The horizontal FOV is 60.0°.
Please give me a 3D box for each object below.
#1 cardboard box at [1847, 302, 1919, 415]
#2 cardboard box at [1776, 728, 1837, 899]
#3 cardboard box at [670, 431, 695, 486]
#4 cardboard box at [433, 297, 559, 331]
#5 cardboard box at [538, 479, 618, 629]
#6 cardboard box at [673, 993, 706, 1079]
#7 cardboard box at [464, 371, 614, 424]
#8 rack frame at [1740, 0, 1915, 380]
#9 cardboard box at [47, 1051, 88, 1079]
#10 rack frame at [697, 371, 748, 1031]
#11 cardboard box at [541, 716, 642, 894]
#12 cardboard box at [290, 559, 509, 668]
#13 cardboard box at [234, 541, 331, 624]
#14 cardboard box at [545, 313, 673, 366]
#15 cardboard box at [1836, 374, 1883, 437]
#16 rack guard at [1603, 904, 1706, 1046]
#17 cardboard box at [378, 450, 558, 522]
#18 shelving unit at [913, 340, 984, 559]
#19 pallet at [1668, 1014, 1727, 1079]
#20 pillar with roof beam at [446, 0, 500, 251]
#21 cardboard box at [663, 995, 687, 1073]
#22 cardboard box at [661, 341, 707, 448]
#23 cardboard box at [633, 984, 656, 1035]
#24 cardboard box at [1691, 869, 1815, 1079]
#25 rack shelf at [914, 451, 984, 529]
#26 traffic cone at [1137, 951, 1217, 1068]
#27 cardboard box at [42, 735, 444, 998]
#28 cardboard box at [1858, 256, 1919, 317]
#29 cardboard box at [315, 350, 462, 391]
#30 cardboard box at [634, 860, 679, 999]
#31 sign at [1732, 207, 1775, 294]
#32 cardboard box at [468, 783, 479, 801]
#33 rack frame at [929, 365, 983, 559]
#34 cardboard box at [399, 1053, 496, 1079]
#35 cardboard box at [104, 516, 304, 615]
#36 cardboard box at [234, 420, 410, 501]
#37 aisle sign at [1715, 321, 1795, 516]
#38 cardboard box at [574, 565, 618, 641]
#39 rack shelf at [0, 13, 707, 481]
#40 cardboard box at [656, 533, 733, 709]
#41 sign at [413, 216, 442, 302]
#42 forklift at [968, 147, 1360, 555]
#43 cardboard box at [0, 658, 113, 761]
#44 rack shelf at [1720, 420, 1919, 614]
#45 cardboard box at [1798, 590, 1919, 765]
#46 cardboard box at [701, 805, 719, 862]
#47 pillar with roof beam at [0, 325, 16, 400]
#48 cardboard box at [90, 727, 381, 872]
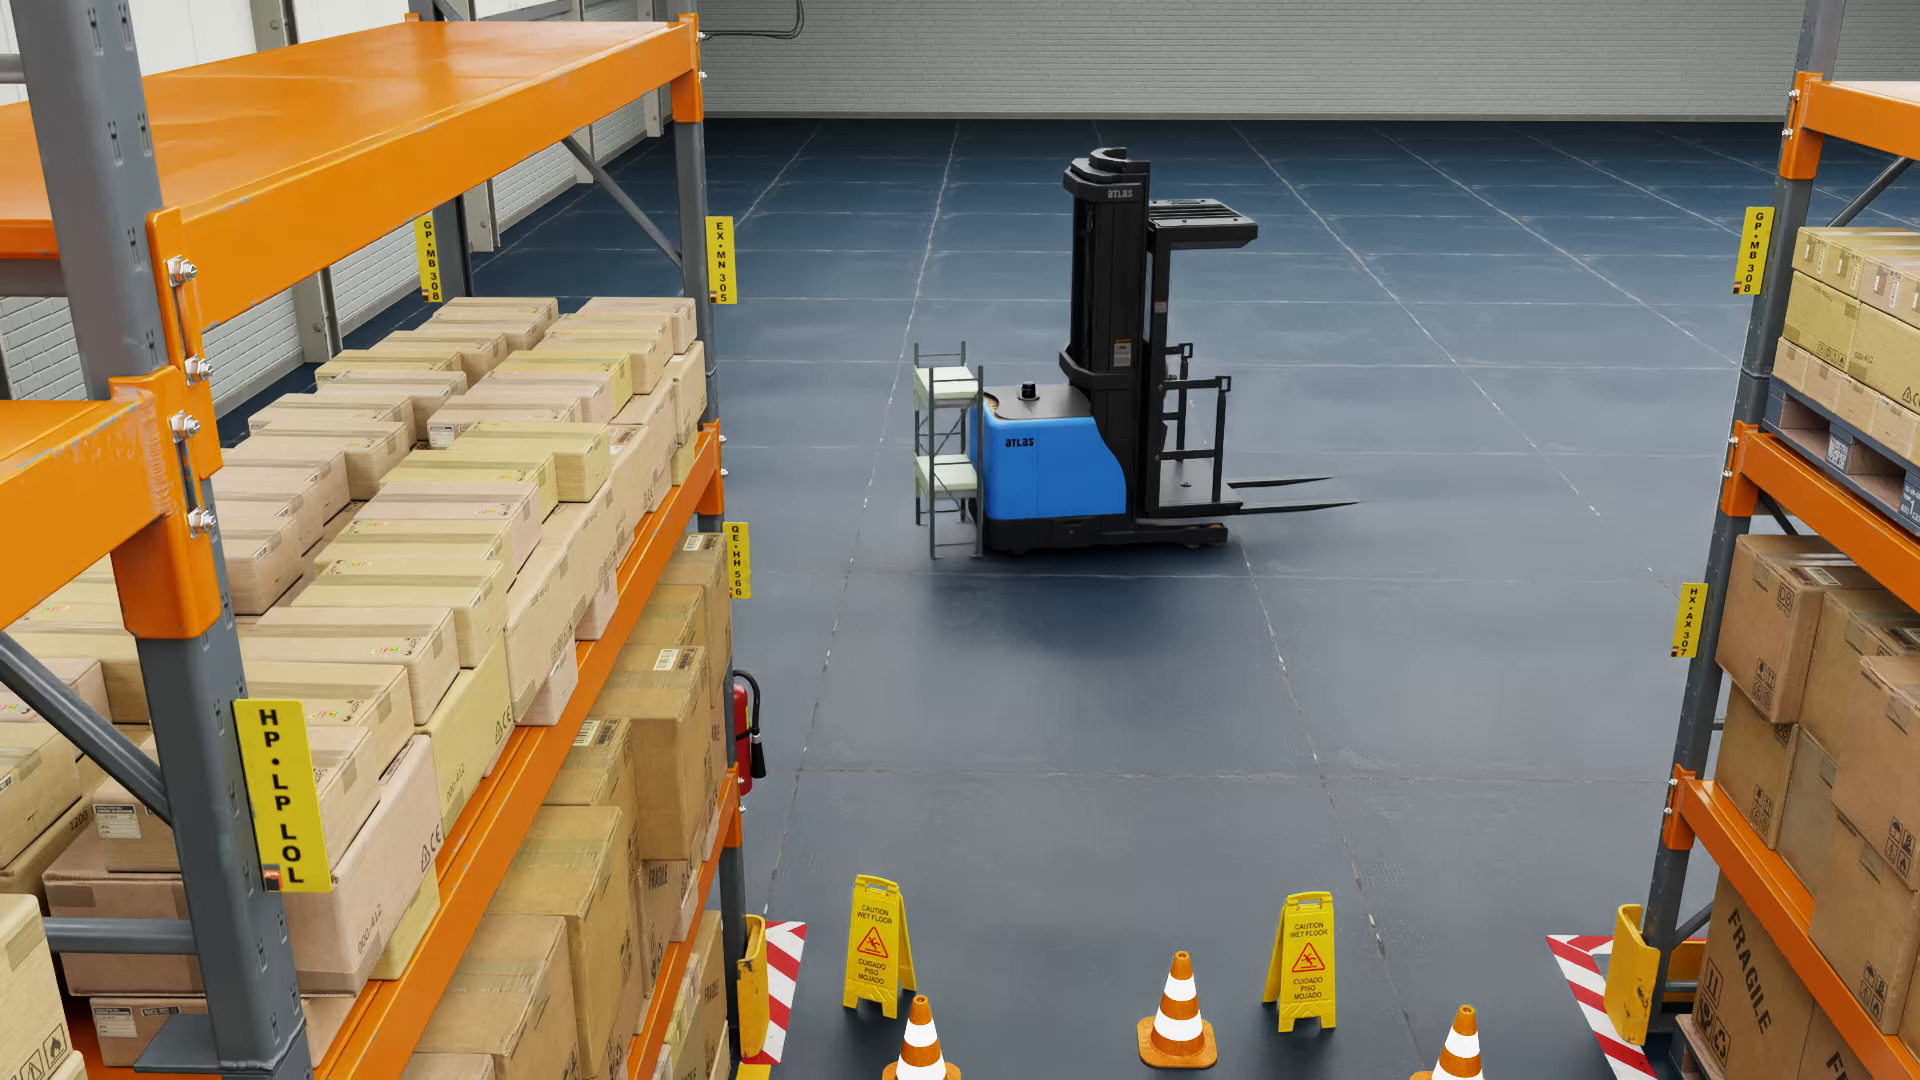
[{"bbox_3d":[3.223,-0.579,5.305,0.500,0.250,0.500,0,21,1],"label":"cardboard box"},{"bbox_3d":[3.547,1.039,5.997,0.875,0.550,0.550,1,21,2],"label":"cardboard box"},{"bbox_3d":[-1.149,-0.302,5.860,0.380,0.149,0.250,1,21,2],"label":"cardboard box"},{"bbox_3d":[-1.657,-0.770,5.964,0.380,0.149,0.250,0,21,1],"label":"cardboard box"},{"bbox_3d":[-1.230,0.030,4.454,0.500,0.250,0.500,1,21,2],"label":"cardboard box"},{"bbox_3d":[-1.219,1.975,5.976,0.500,0.500,0.500,1,21,4],"label":"cardboard box"},{"bbox_3d":[-1.267,-0.405,5.025,0.380,0.149,0.250,1,21,2],"label":"cardboard box"},{"bbox_3d":[3.508,-2.022,5.799,1.000,3.000,0.127,1,21,2],"label":"rack frame"},{"bbox_3d":[-1.437,0.892,2.063,0.500,0.250,0.500,0,21,1],"label":"cardboard box"},{"bbox_3d":[-1.443,0.757,6.931,1.000,3.000,0.127,1,21,2],"label":"rack frame"},{"bbox_3d":[-1.330,0.840,4.785,0.700,0.500,0.500,1,21,1],"label":"cardboard box"},{"bbox_3d":[-1.198,0.156,3.579,0.380,0.149,0.250,0,21,1],"label":"cardboard box"},{"bbox_3d":[-1.776,0.207,3.999,0.500,0.250,0.500,0,21,1],"label":"cardboard box"},{"bbox_3d":[-1.204,-0.677,5.726,0.380,0.149,0.250,1,21,3],"label":"cardboard box"},{"bbox_3d":[3.162,-0.445,5.512,0.380,0.149,0.250,1,21,2],"label":"cardboard box"},{"bbox_3d":[3.509,1.932,7.359,1.175,0.500,0.348,1,21,2],"label":"rack guard"},{"bbox_3d":[-1.264,-0.123,4.297,0.380,0.149,0.250,1,21,3],"label":"cardboard box"},{"bbox_3d":[-0.093,-0.700,12.759,0.431,1.500,0.755,-4,21,-9],"label":"shelving unit"},{"bbox_3d":[3.562,2.365,6.641,1.003,0.211,1.213,1,21,2],"label":"pallet"},{"bbox_3d":[-2.476,-8.312,22.011,9.100,9.000,0.400,1,21,2],"label":"pillar with roof beam"},{"bbox_3d":[-1.161,1.708,5.767,0.380,0.149,0.250,1,21,3],"label":"cardboard box"},{"bbox_3d":[-1.189,-0.522,5.877,0.500,0.250,0.500,0,21,1],"label":"cardboard box"},{"bbox_3d":[-1.209,1.475,5.428,0.380,0.149,0.250,0,21,1],"label":"cardboard box"},{"bbox_3d":[3.554,1.816,6.559,0.875,0.875,0.875,1,21,2],"label":"cardboard box"},{"bbox_3d":[-0.093,-0.396,12.877,0.431,0.370,0.720,-4,21,-9],"label":"rack shelf"},{"bbox_3d":[0.953,1.999,7.238,0.336,0.463,0.334,1,21,2],"label":"traffic cone"},{"bbox_3d":[-1.277,0.580,3.036,0.500,0.250,0.500,0,21,0],"label":"cardboard box"},{"bbox_3d":[3.164,-0.820,5.375,0.380,0.149,0.250,0,21,1],"label":"cardboard box"},{"bbox_3d":[-1.800,-0.499,5.265,0.380,0.149,0.250,1,21,1],"label":"cardboard box"},{"bbox_3d":[-1.222,1.133,5.412,0.500,0.500,0.500,1,21,1],"label":"cardboard box"},{"bbox_3d":[2.954,-1.076,6.191,0.100,0.325,0.005,1,21,2],"label":"sign"},{"bbox_3d":[-1.301,0.537,3.698,0.380,0.149,0.250,1,21,3],"label":"cardboard box"},{"bbox_3d":[-0.030,-0.569,12.422,0.400,1.500,0.023,-4,21,-9],"label":"rack frame"},{"bbox_3d":[-1.334,1.395,3.354,0.700,0.500,0.500,0,21,1],"label":"cardboard box"},{"bbox_3d":[-1.757,0.057,3.835,0.380,0.149,0.250,0,21,1],"label":"cardboard box"},{"bbox_3d":[-1.735,-0.220,4.547,0.380,0.149,0.250,1,21,3],"label":"cardboard box"},{"bbox_3d":[3.210,-0.466,6.489,0.394,0.787,0.004,1,21,2],"label":"aisle sign"},{"bbox_3d":[-1.176,0.164,4.660,0.380,0.149,0.250,0,21,1],"label":"cardboard box"},{"bbox_3d":[-1.504,-0.980,4.112,1.077,0.370,4.000,1,21,2],"label":"rack shelf"},{"bbox_3d":[-1.240,0.293,6.196,0.700,0.500,0.500,0,21,0],"label":"cardboard box"},{"bbox_3d":[-1.985,-1.055,6.245,0.100,0.325,0.005,1,21,2],"label":"sign"},{"bbox_3d":[1.629,-1.491,12.819,3.031,2.935,1.130,-3,21,-9],"label":"forklift"},{"bbox_3d":[-1.842,0.339,3.108,0.380,0.149,0.250,0,21,0],"label":"cardboard box"},{"bbox_3d":[3.447,0.435,4.608,1.077,0.370,4.000,1,21,2],"label":"rack shelf"},{"bbox_3d":[3.534,0.535,5.802,0.875,0.550,0.550,1,21,2],"label":"cardboard box"},{"bbox_3d":[-1.137,1.105,6.382,0.380,0.149,0.250,0,21,1],"label":"cardboard box"},{"bbox_3d":[-2.841,-3.973,10.828,9.100,9.000,0.400,1,21,2],"label":"pillar with roof beam"},{"bbox_3d":[-1.229,0.440,2.846,0.380,0.149,0.250,0,21,1],"label":"cardboard box"}]
